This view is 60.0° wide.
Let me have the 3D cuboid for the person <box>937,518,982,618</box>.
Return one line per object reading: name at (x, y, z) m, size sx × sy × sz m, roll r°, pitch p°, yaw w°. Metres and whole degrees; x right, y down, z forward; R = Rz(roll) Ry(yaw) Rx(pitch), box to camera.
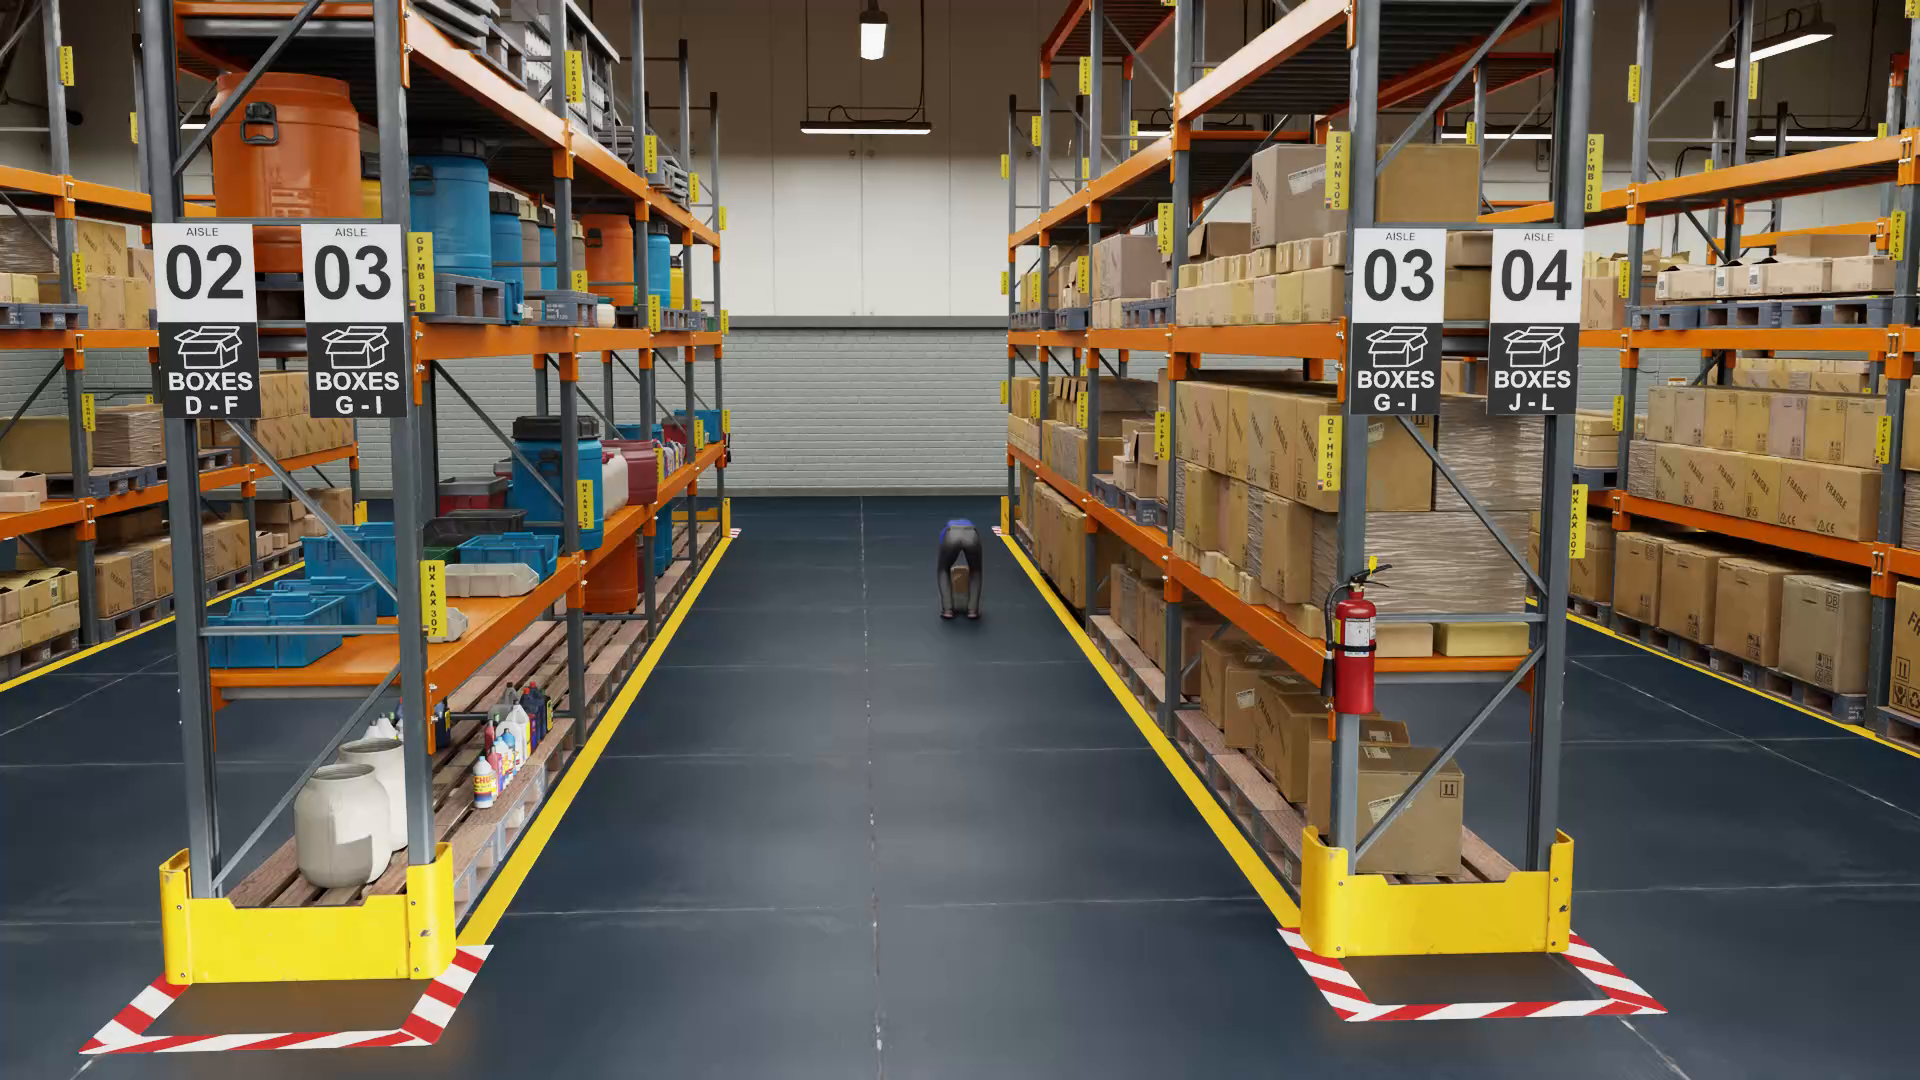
person at (-0.007, 0.264, 16.527) m, size 0.446 × 0.955 × 0.877 m, roll 0°, pitch 7°, yaw -4°
